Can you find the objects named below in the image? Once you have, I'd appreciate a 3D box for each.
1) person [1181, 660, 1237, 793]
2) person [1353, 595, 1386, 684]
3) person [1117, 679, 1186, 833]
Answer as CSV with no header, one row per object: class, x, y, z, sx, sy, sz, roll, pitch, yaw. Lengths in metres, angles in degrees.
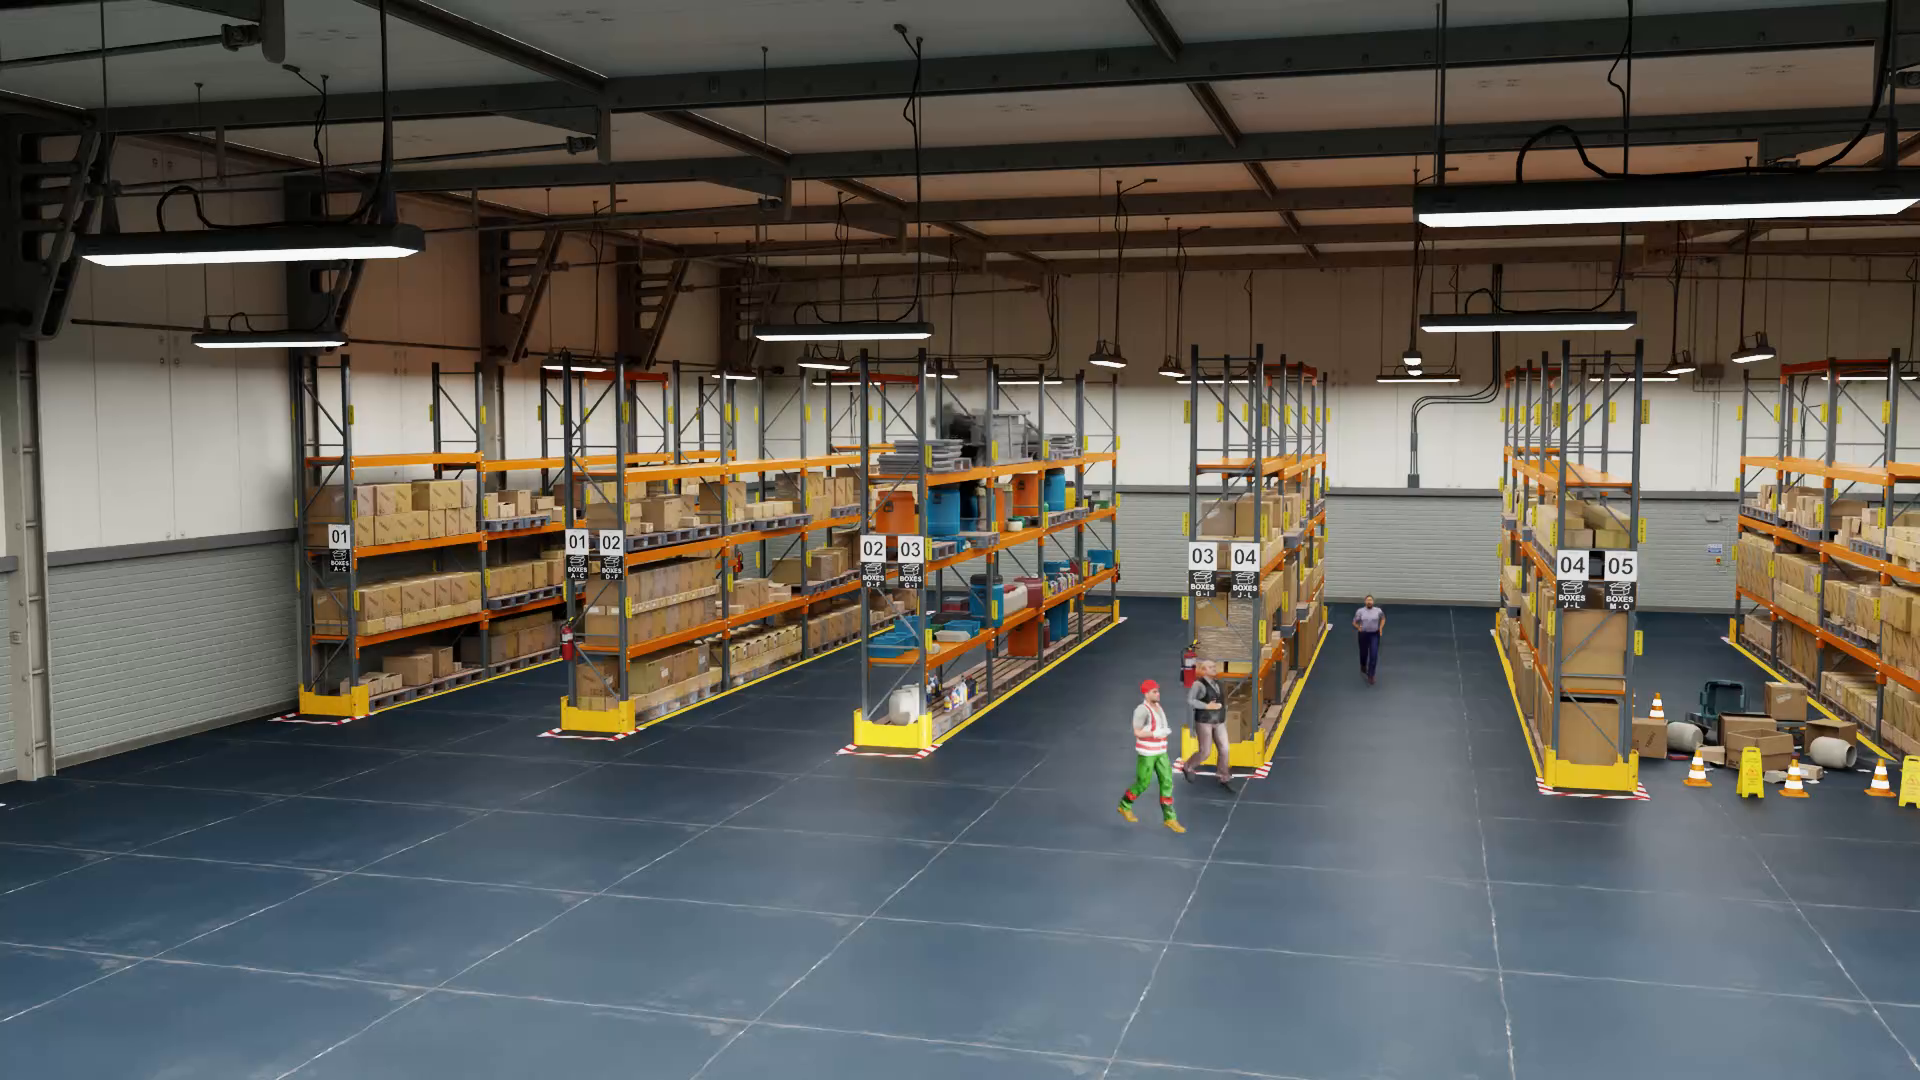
person,3.322,2.471,22.229,0.666,1.738,0.836,-3,5,-34
person,7.716,1.853,31.362,0.607,1.648,0.841,1,4,11
person,2.296,2.581,20.035,0.920,1.809,0.648,4,6,43
